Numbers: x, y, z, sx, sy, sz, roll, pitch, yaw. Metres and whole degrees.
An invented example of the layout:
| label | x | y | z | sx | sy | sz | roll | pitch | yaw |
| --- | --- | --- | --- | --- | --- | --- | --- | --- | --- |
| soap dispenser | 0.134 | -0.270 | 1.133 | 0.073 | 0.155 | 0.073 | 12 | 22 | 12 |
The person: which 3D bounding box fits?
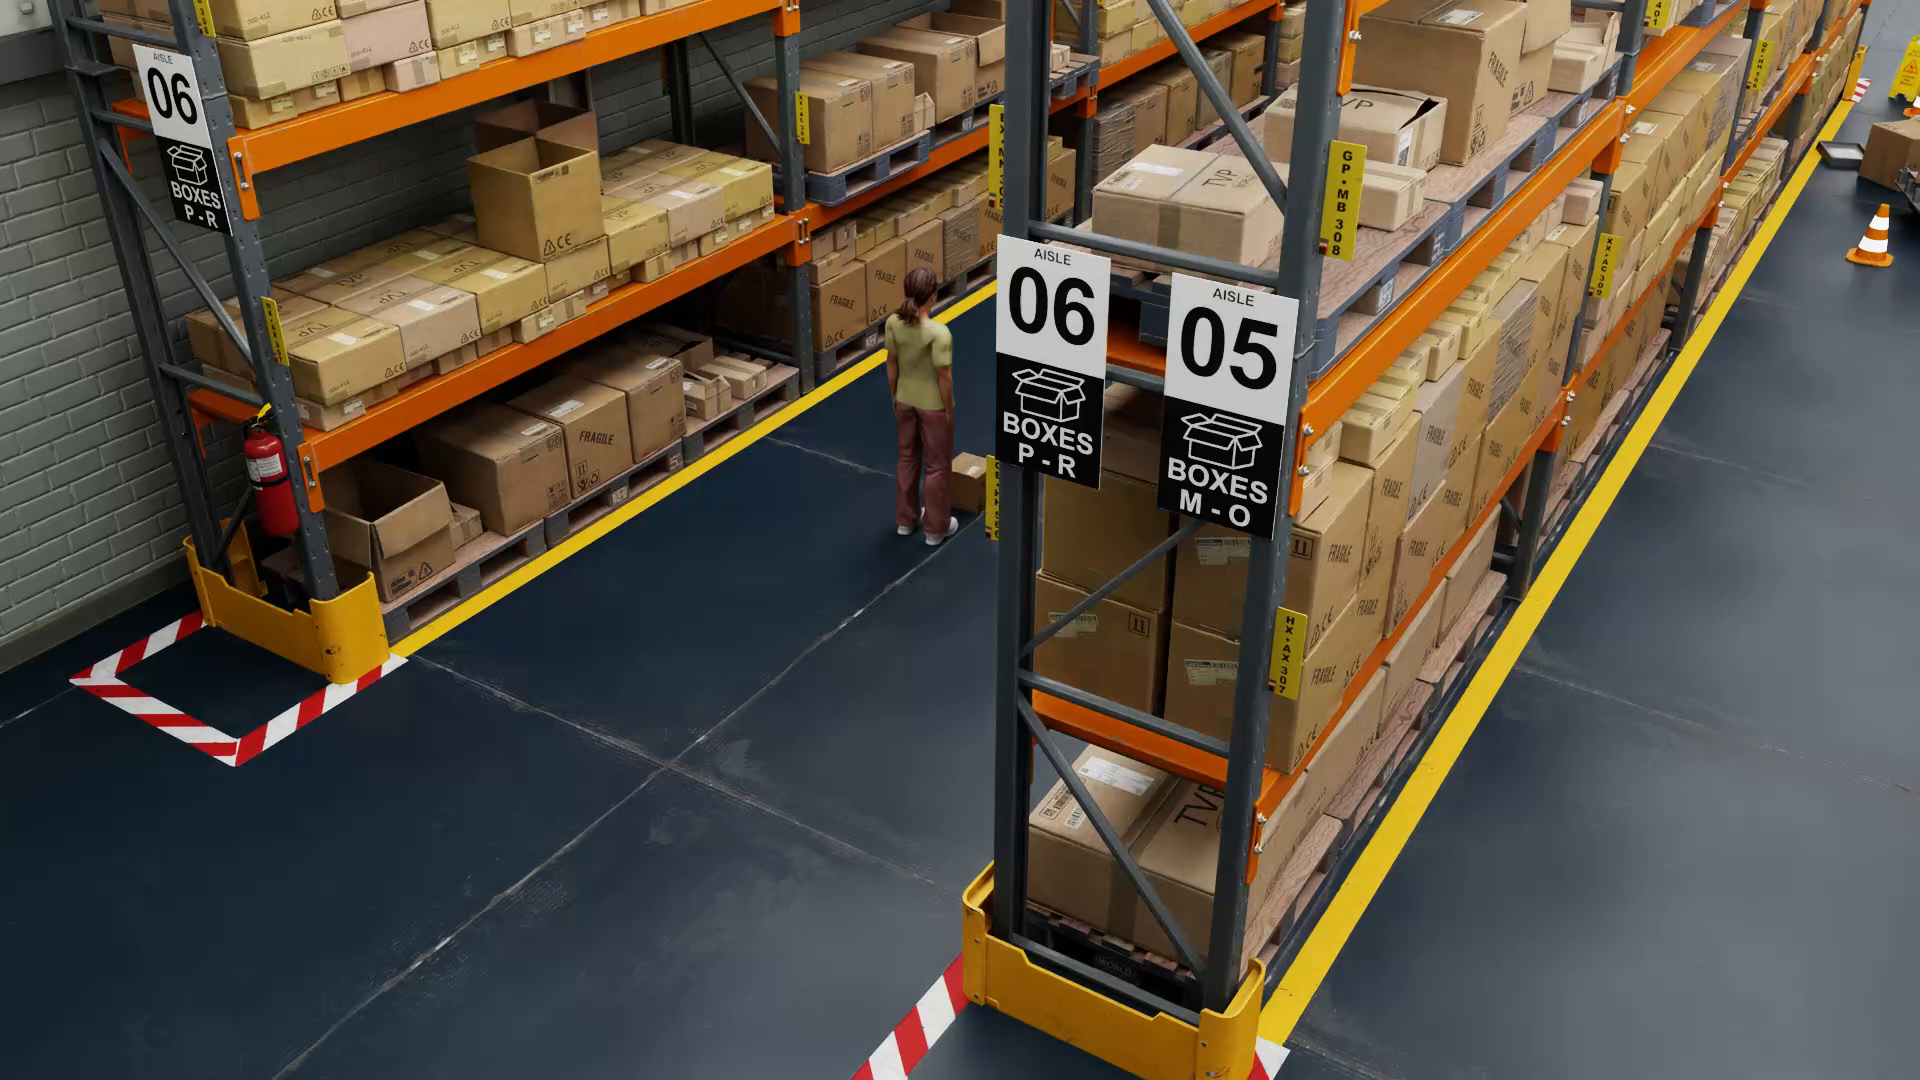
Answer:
| label | x | y | z | sx | sy | sz | roll | pitch | yaw |
| --- | --- | --- | --- | --- | --- | --- | --- | --- | --- |
| person | -0.205 | -0.762 | 9.473 | 0.441 | 1.680 | 0.383 | 19 | 35 | 28 |
